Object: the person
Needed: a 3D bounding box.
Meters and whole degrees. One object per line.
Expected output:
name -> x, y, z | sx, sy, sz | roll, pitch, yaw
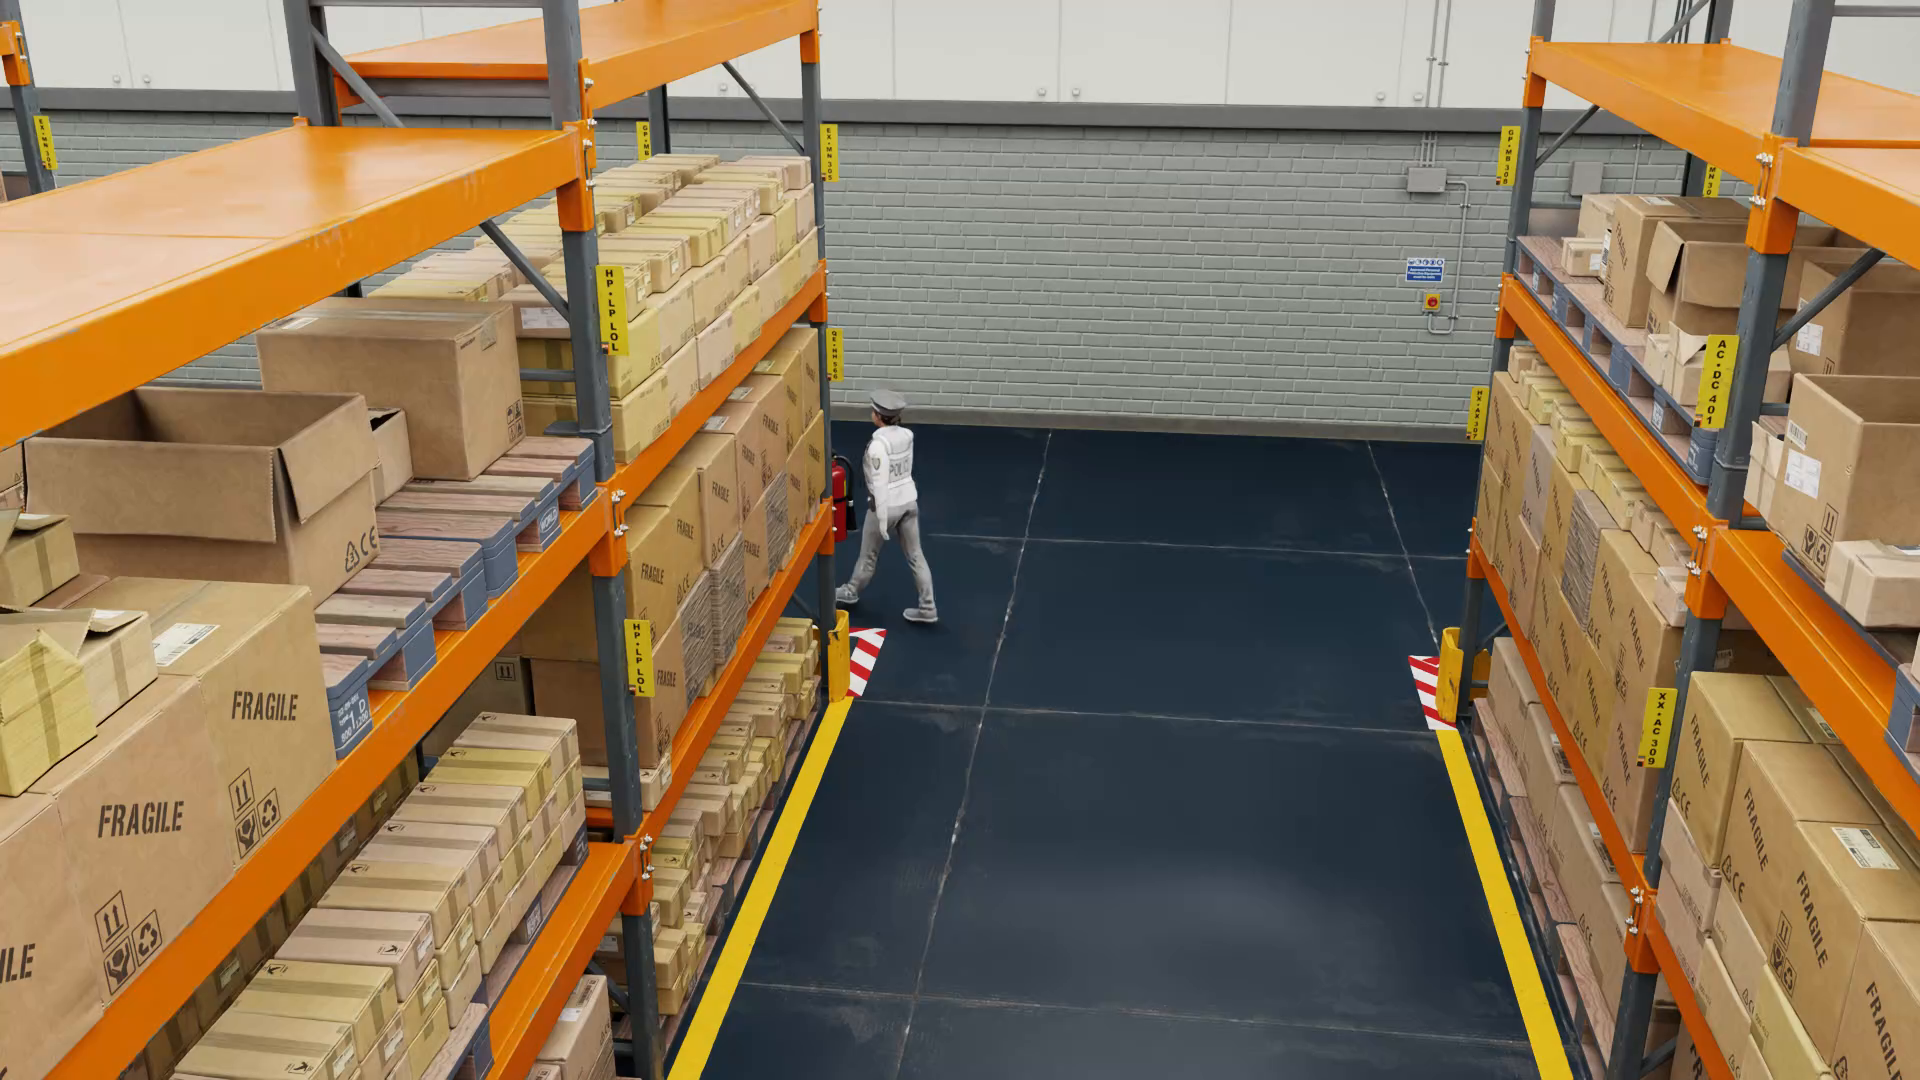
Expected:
person -> -0.530, -0.267, 11.713 | 0.945, 1.629, 0.513 | 17, 27, 37
